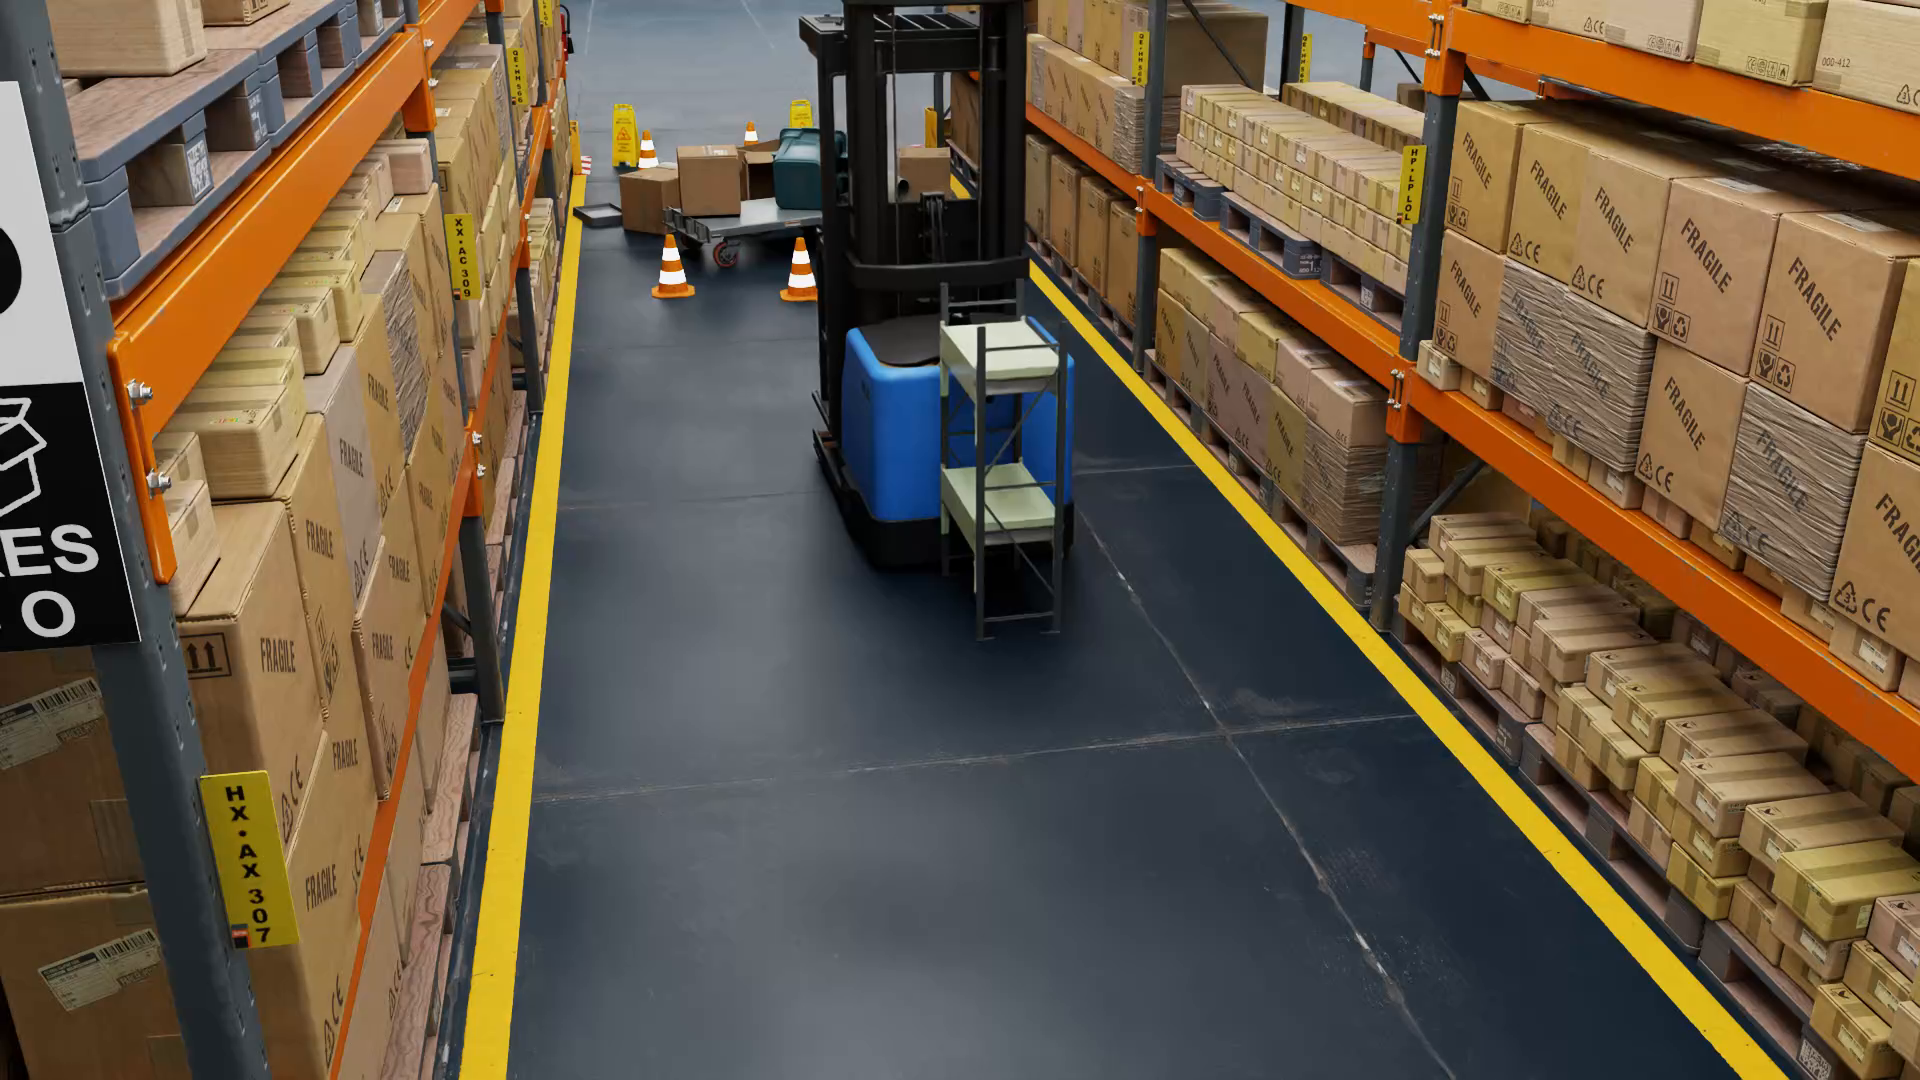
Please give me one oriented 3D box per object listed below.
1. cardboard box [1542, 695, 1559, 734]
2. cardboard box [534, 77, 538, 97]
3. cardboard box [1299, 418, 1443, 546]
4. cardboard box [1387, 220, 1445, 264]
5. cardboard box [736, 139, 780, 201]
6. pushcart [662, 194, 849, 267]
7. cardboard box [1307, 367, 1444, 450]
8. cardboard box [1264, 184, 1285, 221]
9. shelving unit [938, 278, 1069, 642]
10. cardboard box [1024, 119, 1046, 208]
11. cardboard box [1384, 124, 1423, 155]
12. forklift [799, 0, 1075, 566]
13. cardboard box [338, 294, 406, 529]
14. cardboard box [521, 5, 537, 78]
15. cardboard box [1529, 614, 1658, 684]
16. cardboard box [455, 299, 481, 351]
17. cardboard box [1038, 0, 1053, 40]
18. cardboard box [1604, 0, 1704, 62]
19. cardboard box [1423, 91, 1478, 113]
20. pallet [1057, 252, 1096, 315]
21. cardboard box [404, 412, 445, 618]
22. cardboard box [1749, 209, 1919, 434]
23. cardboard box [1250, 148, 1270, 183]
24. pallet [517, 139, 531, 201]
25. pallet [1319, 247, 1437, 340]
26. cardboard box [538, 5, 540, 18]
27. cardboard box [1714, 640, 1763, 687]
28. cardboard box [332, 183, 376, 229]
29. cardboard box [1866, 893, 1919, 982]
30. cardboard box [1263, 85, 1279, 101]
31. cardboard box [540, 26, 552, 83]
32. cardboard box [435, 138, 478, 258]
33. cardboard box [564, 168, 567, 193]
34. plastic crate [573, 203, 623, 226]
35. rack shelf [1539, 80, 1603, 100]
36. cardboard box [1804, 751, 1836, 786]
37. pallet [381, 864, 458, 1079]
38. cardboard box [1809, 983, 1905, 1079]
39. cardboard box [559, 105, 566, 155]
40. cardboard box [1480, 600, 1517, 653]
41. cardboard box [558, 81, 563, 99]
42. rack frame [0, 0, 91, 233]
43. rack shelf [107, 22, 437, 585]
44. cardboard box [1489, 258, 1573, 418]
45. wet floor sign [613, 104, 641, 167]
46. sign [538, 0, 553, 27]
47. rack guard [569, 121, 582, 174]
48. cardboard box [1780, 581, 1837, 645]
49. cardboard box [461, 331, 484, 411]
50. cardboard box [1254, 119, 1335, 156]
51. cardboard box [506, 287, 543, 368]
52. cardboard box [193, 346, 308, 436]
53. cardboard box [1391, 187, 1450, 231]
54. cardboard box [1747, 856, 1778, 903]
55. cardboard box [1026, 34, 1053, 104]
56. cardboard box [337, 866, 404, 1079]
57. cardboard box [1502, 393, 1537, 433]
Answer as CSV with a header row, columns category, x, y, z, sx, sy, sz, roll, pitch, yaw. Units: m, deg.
category,x,y,z,sx,sy,sz,roll,pitch,yaw
cardboard box,2.509,0.684,6.474,0.380,0.149,0.250,-5,24,-12
cardboard box,-3.414,-3.427,12.639,0.380,0.149,0.250,-5,24,-11
cardboard box,2.046,-0.315,8.321,0.500,0.500,0.500,-5,24,-11
cardboard box,2.163,-1.351,7.512,0.380,0.149,0.250,-4,24,-8
cardboard box,-1.822,-3.662,16.505,0.637,0.503,0.797,18,29,36
pushcart,-1.663,-2.722,14.512,1.648,0.377,0.936,-13,27,-28
cardboard box,2.044,-0.660,8.175,0.500,0.250,0.500,-5,24,-11
cardboard box,1.869,-1.831,8.984,0.380,0.149,0.250,-5,24,-11
shelving unit,0.187,-0.380,7.746,0.431,1.500,0.755,-5,24,-12
cardboard box,0.904,-3.613,15.405,0.875,0.875,0.875,-4,24,-9
cardboard box,2.516,-2.148,8.967,0.380,0.149,0.250,-4,24,-8
forklift,-0.250,-1.777,9.157,1.130,2.935,3.031,-5,24,-12
cardboard box,-1.783,-0.330,4.384,0.500,0.500,0.500,-4,24,-10
cardboard box,-3.491,-3.751,12.569,0.500,0.500,0.500,-4,24,-9
cardboard box,2.416,0.413,6.351,0.380,0.149,0.250,-4,24,-9
cardboard box,-2.220,-0.943,6.725,0.500,0.250,0.500,-5,24,-11
cardboard box,1.049,-4.451,13.819,0.700,0.500,0.500,-5,24,-11
cardboard box,2.435,-1.697,5.327,0.500,0.250,0.500,-3,24,-7
cardboard box,5.348,-4.610,18.156,0.500,0.500,0.500,2,24,4
pallet,1.397,-2.085,13.260,1.003,0.211,1.213,-4,24,-10
cardboard box,-1.871,-0.073,5.044,0.500,0.500,0.500,-5,24,-11
cardboard box,2.642,-0.627,4.692,0.500,0.500,0.500,-3,24,-7
cardboard box,1.822,-2.071,9.161,0.380,0.149,0.250,-5,24,-10
pallet,-3.392,-2.347,10.615,1.213,0.211,1.003,-4,24,-10
pallet,2.432,-1.219,8.032,1.003,0.211,1.213,-4,24,-10
cardboard box,-3.763,-4.565,13.709,0.700,0.500,0.500,-5,24,-10
cardboard box,3.066,0.475,6.210,0.380,0.149,0.250,-5,24,-12
cardboard box,-2.003,-0.984,5.070,0.380,0.149,0.250,-5,24,-10
cardboard box,2.833,1.127,4.716,0.380,0.149,0.250,-4,24,-9
cardboard box,1.873,-2.811,11.313,0.500,0.500,0.500,-4,24,-9
cardboard box,-3.702,-4.112,13.920,0.500,0.500,0.500,-4,24,-10
cardboard box,-2.214,-1.287,6.576,0.500,0.500,0.500,-4,24,-9
cardboard box,-3.949,-3.338,15.555,0.500,0.250,0.500,-5,24,-10
plastic crate,-3.379,-3.076,15.693,0.402,0.080,0.583,-13,27,-28
rack shelf,6.214,-3.353,13.578,1.077,0.370,4.000,-4,24,-10
cardboard box,3.024,0.819,5.792,0.380,0.149,0.250,-3,24,-7
pallet,-2.123,1.475,5.110,1.003,0.211,1.213,-4,24,-10
cardboard box,2.721,1.407,4.818,0.380,0.149,0.250,-4,24,-8
cardboard box,-4.044,-3.885,15.872,0.500,0.500,0.500,-5,24,-11
cardboard box,2.399,0.335,6.901,0.380,0.149,0.250,-4,24,-10
cardboard box,-4.053,-4.348,16.121,0.380,0.149,0.250,-4,24,-9
rack frame,-1.676,-1.765,1.548,1.000,3.000,0.127,-4,24,-10
rack shelf,-2.046,-0.847,4.093,1.077,0.370,4.000,-4,24,-10
cardboard box,2.373,-0.770,6.268,0.500,0.500,0.500,-4,24,-10
wet floor sign,-3.618,-4.384,17.982,0.267,0.644,0.232,4,24,9
sign,-3.350,-4.309,13.421,0.100,0.325,0.005,-4,24,-10
rack guard,-4.620,-4.134,17.590,1.175,0.500,0.348,-4,24,-10
cardboard box,2.672,0.183,4.896,0.380,0.149,0.250,-5,24,-12
cardboard box,-2.237,-0.713,6.822,0.500,0.250,0.500,-5,24,-11
cardboard box,1.831,-2.205,9.098,0.380,0.149,0.250,-4,24,-8
cardboard box,-3.250,-1.374,10.906,0.950,0.372,0.625,-6,24,-13
cardboard box,-1.590,-0.288,3.477,0.380,0.149,0.250,-5,24,-11
cardboard box,2.164,-1.488,7.456,0.380,0.149,0.250,-3,24,-7
cardboard box,2.746,1.052,5.259,0.380,0.149,0.250,-5,24,-10
cardboard box,0.784,-3.961,13.946,0.500,0.500,0.500,-4,24,-9
cardboard box,-2.074,1.355,4.577,0.875,0.438,0.875,-4,24,-8
cardboard box,2.383,-0.547,6.569,0.380,0.149,0.250,-5,24,-12
